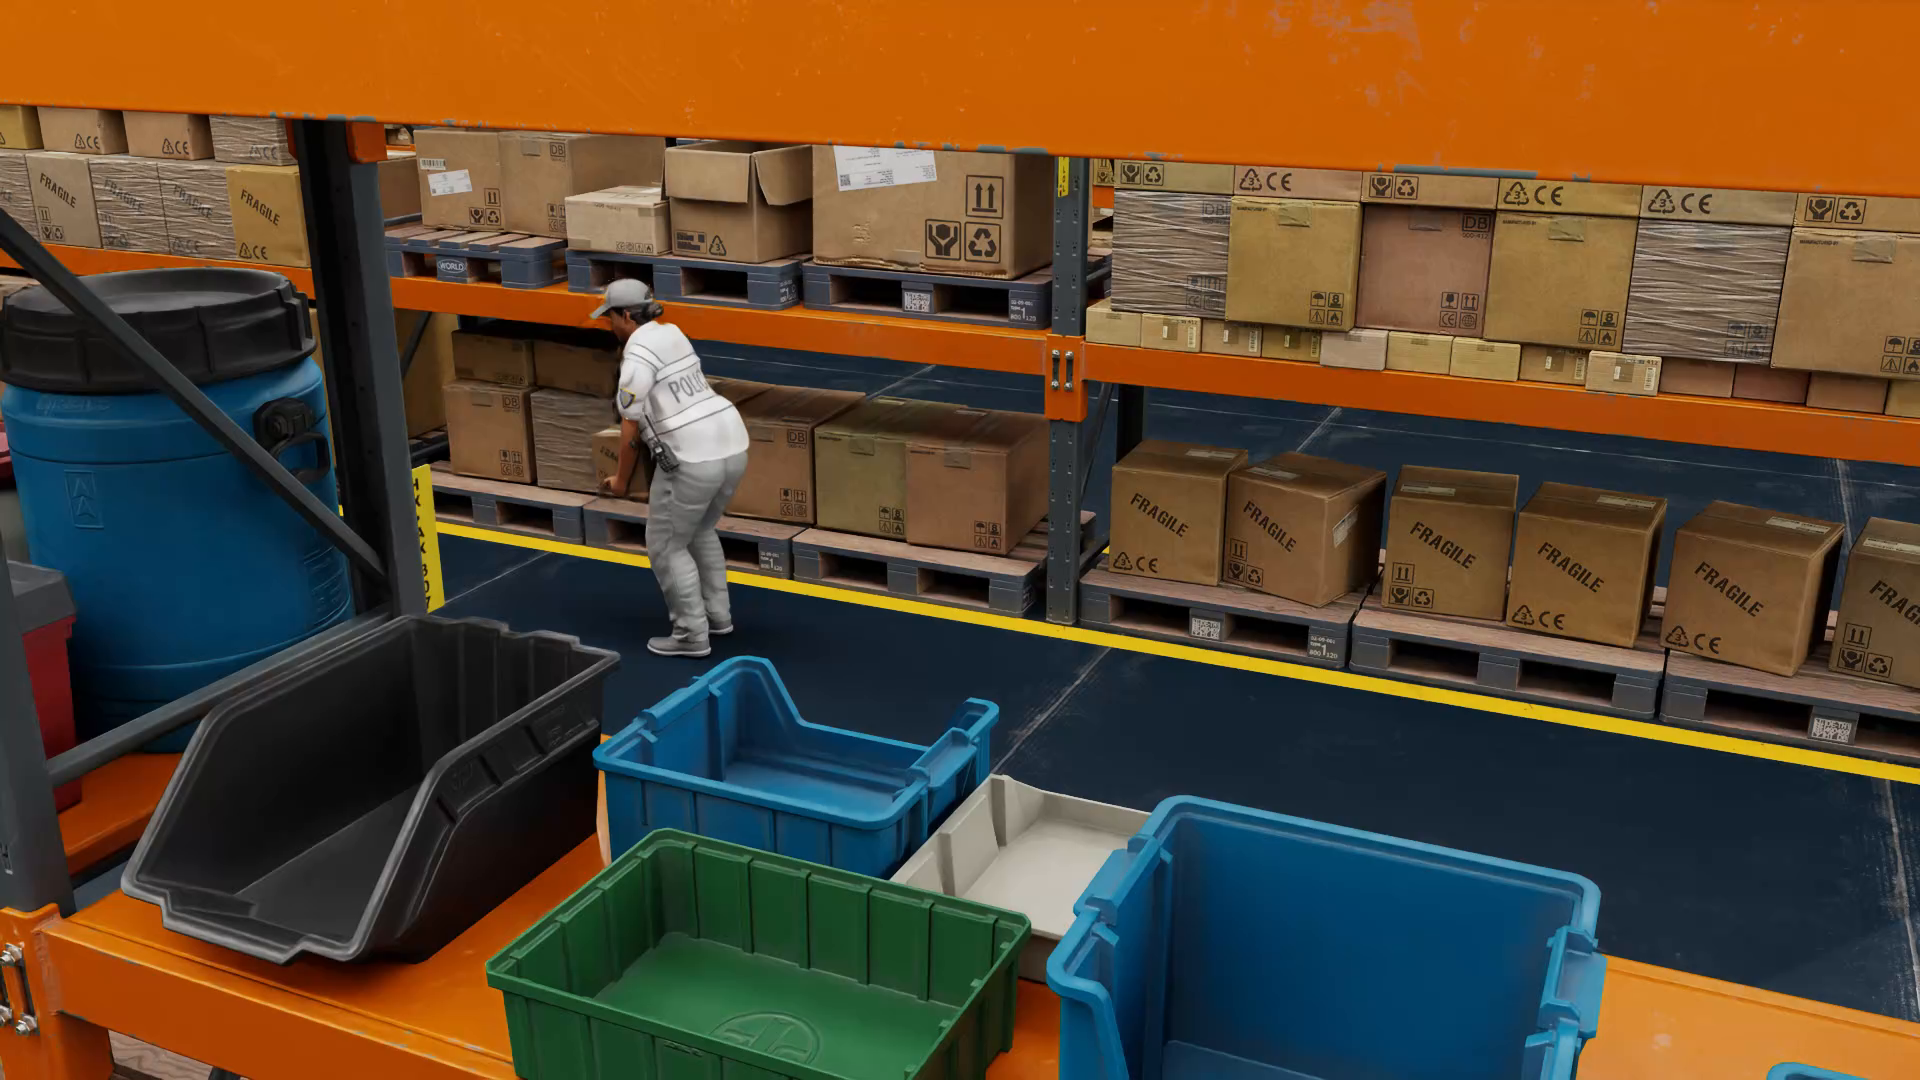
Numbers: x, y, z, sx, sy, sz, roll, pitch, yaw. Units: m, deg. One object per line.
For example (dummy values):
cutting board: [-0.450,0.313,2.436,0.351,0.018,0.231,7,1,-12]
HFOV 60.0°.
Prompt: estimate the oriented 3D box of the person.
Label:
person: [-1.195,-0.337,7.047,0.543,1.660,0.453,9,21,23]
